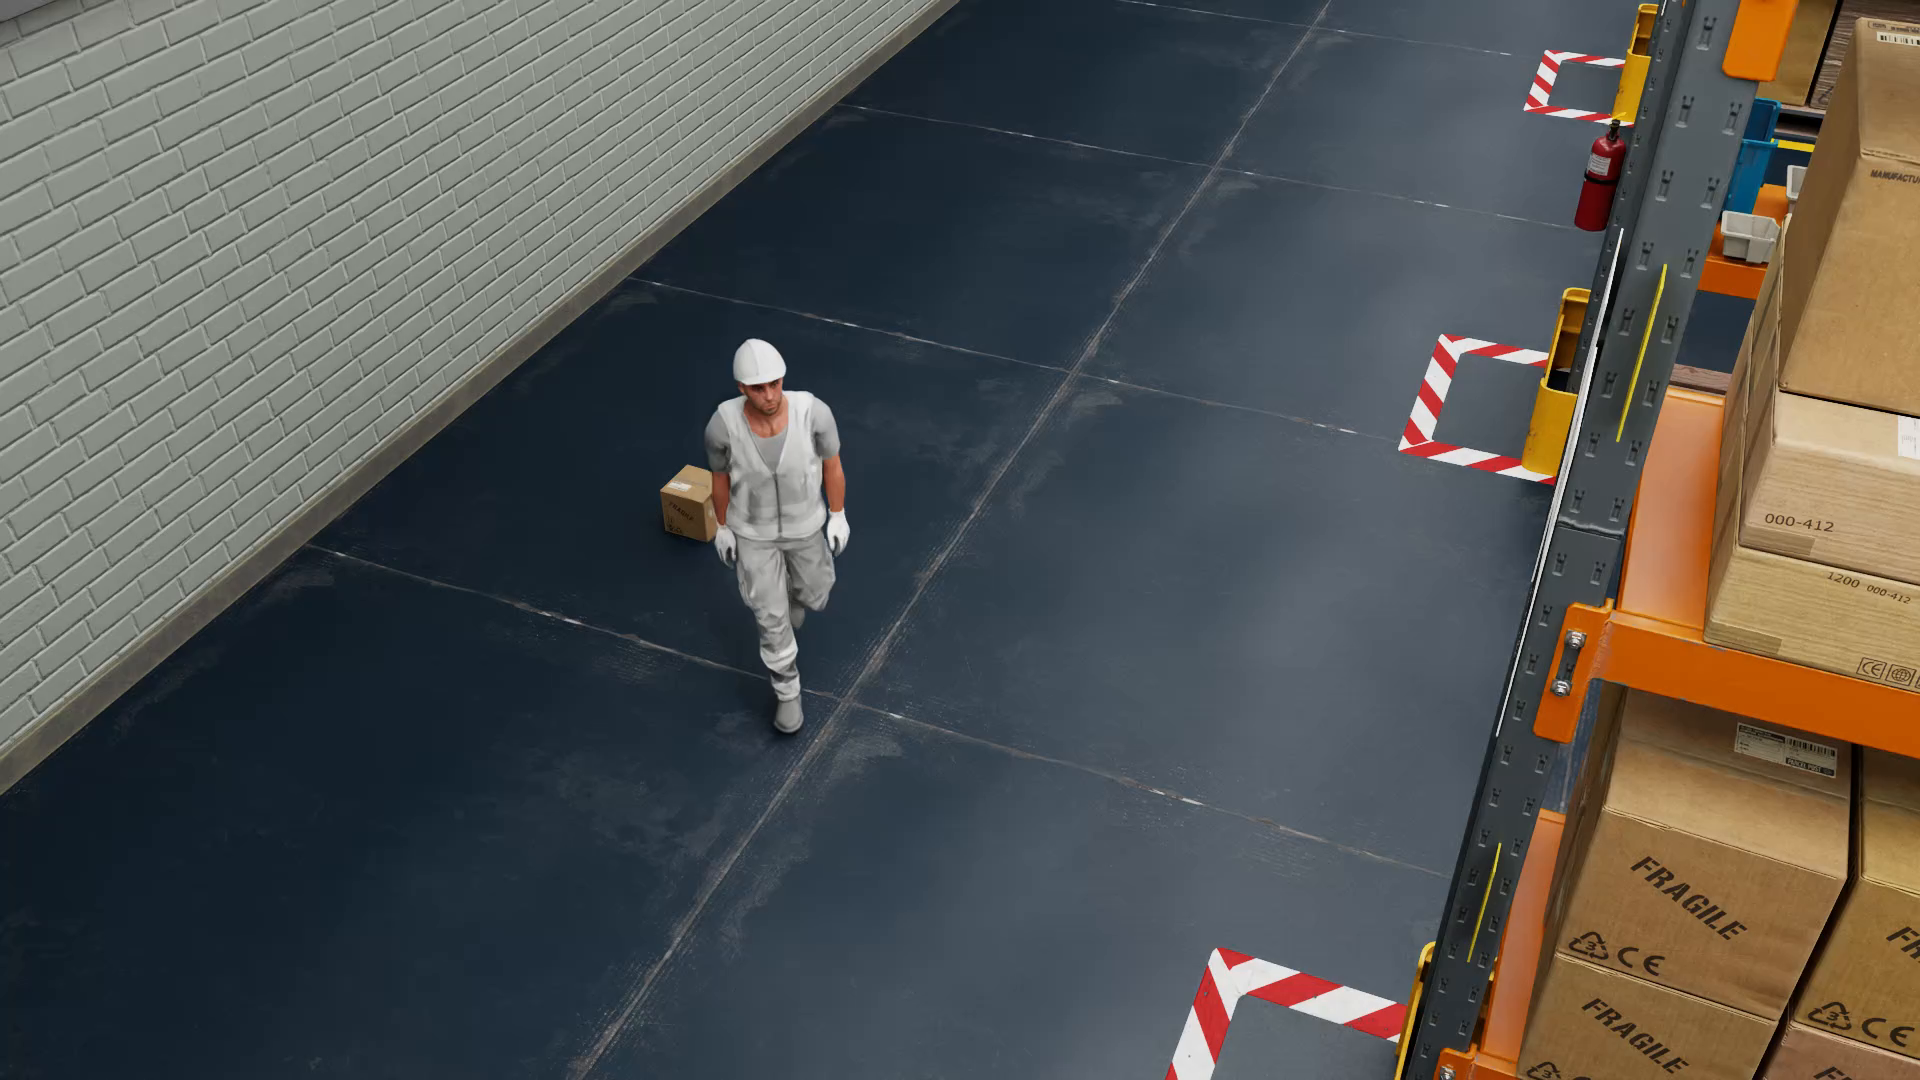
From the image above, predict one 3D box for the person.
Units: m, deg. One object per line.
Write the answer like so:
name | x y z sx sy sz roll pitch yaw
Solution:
person | -0.752 -0.102 6.919 0.559 1.769 0.842 -8 38 -10
